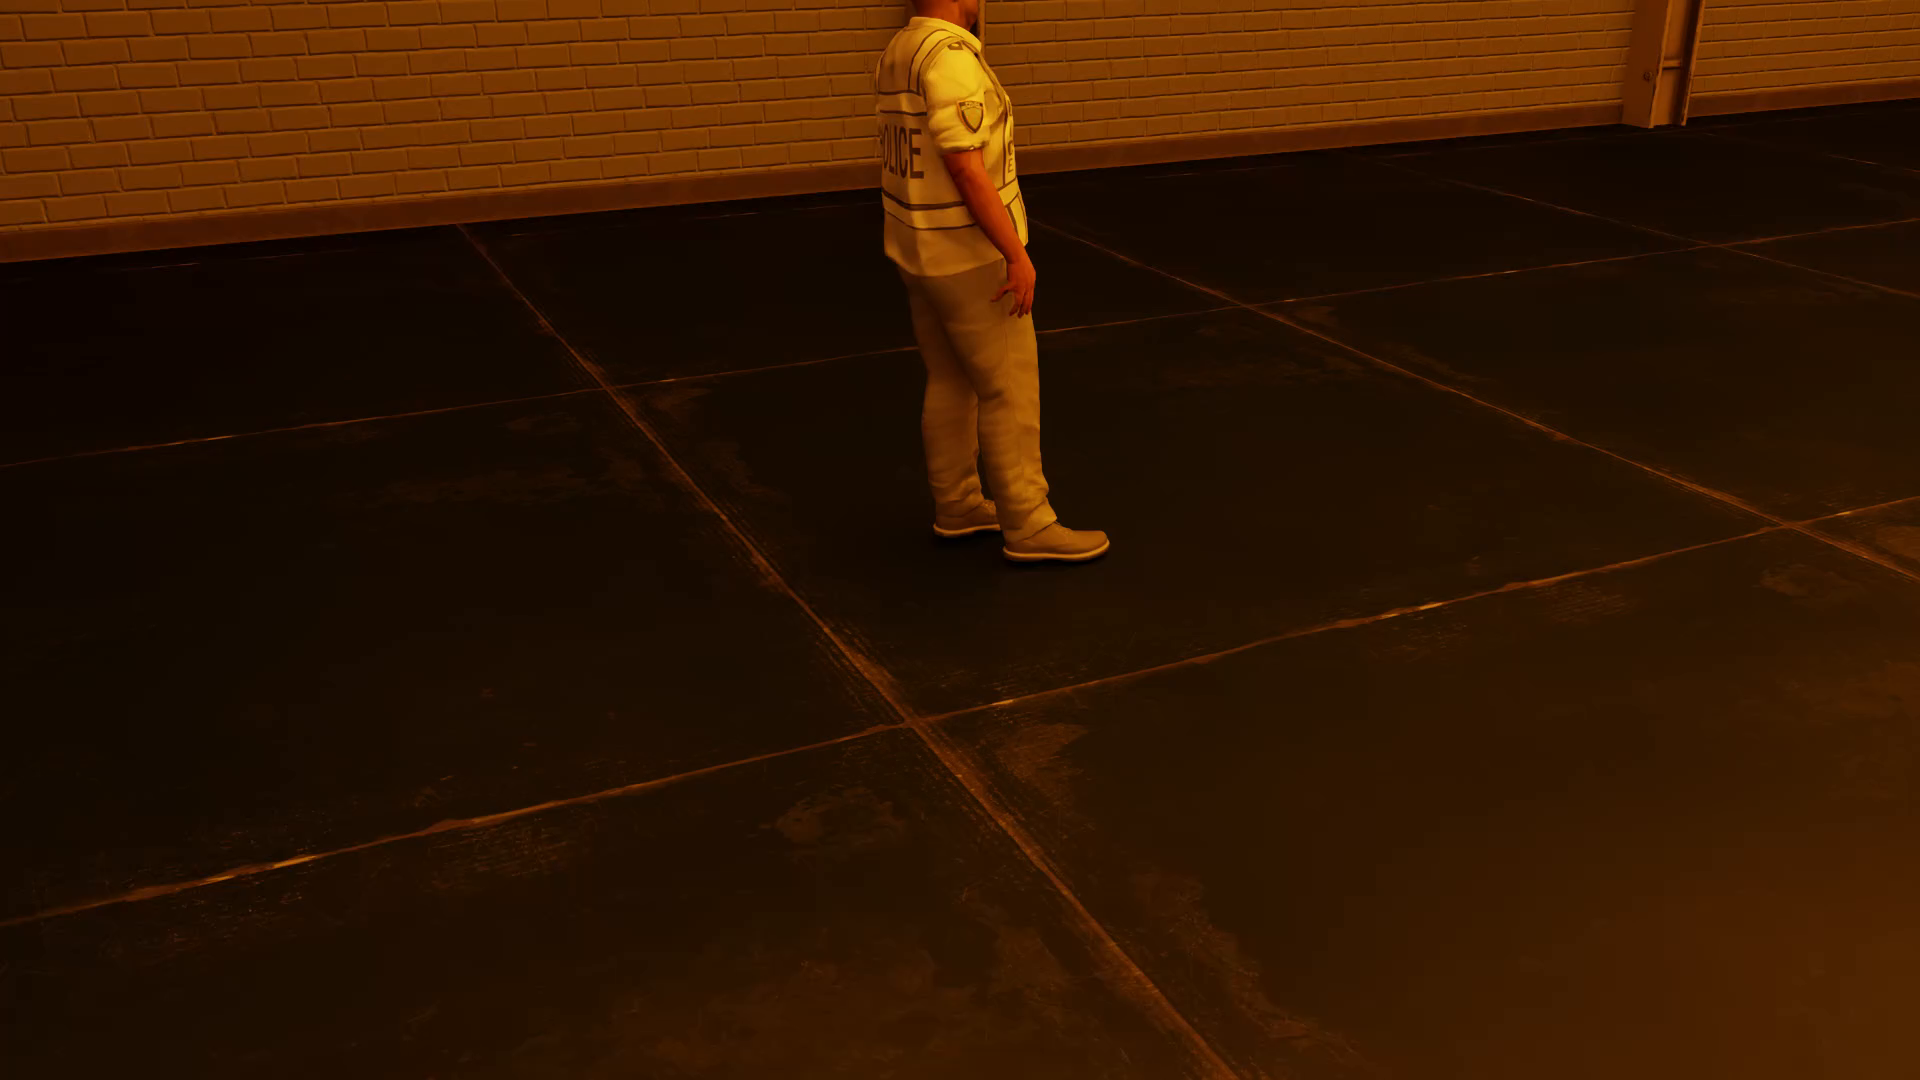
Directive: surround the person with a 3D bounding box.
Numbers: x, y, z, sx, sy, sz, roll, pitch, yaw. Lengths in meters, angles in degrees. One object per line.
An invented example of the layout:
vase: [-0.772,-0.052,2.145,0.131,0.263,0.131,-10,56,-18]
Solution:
person: [0.075,-0.838,4.782,0.575,1.781,0.640,-10,25,-23]
